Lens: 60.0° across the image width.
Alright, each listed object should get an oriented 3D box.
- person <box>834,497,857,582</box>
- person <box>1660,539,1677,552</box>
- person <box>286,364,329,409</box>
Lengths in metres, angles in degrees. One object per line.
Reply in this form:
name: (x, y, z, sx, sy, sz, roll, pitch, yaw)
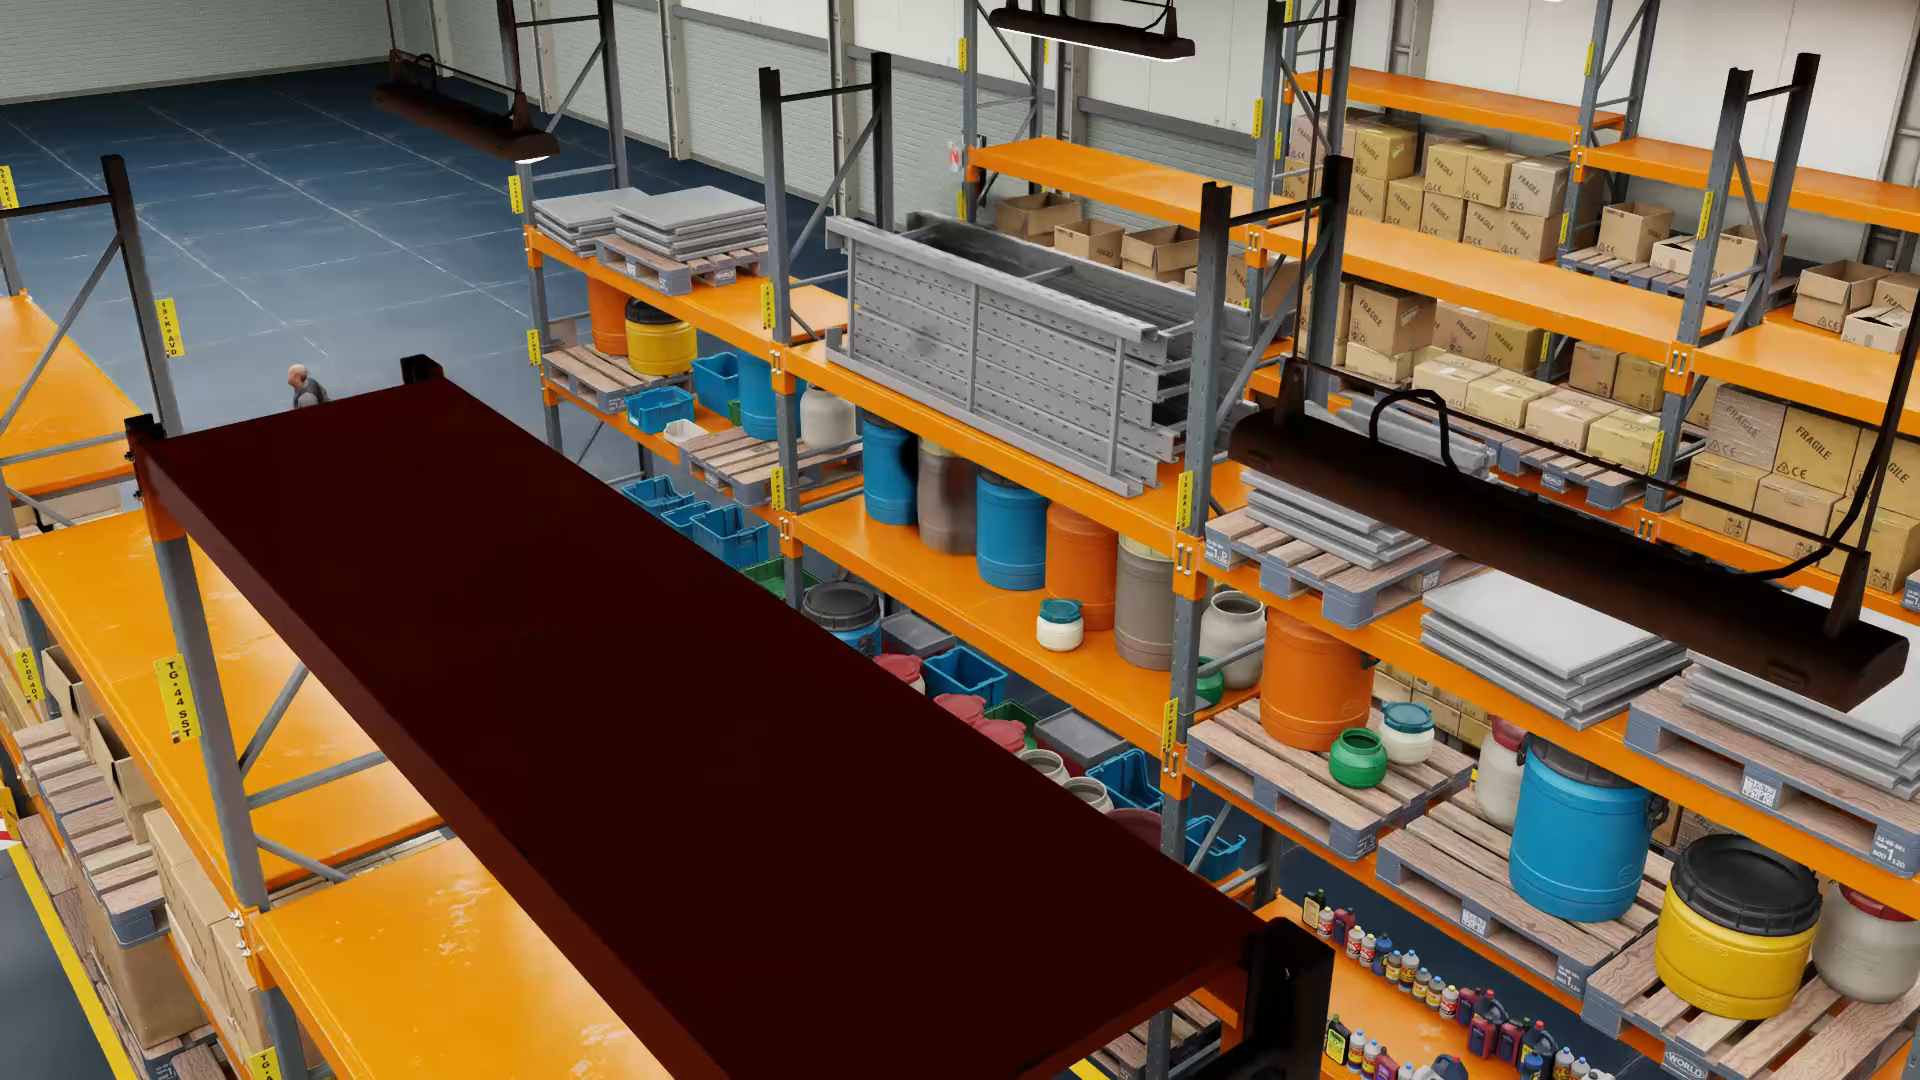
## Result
person: (-1.078, 0.141, 16.068, 0.628, 1.631, 0.606, 20, 32, 35)
person: (6.164, 0.667, 14.921, 0.904, 1.688, 0.560, 21, 33, 36)
person: (-7.310, -1.217, 18.909, 0.682, 1.674, 0.693, -7, 27, -14)
